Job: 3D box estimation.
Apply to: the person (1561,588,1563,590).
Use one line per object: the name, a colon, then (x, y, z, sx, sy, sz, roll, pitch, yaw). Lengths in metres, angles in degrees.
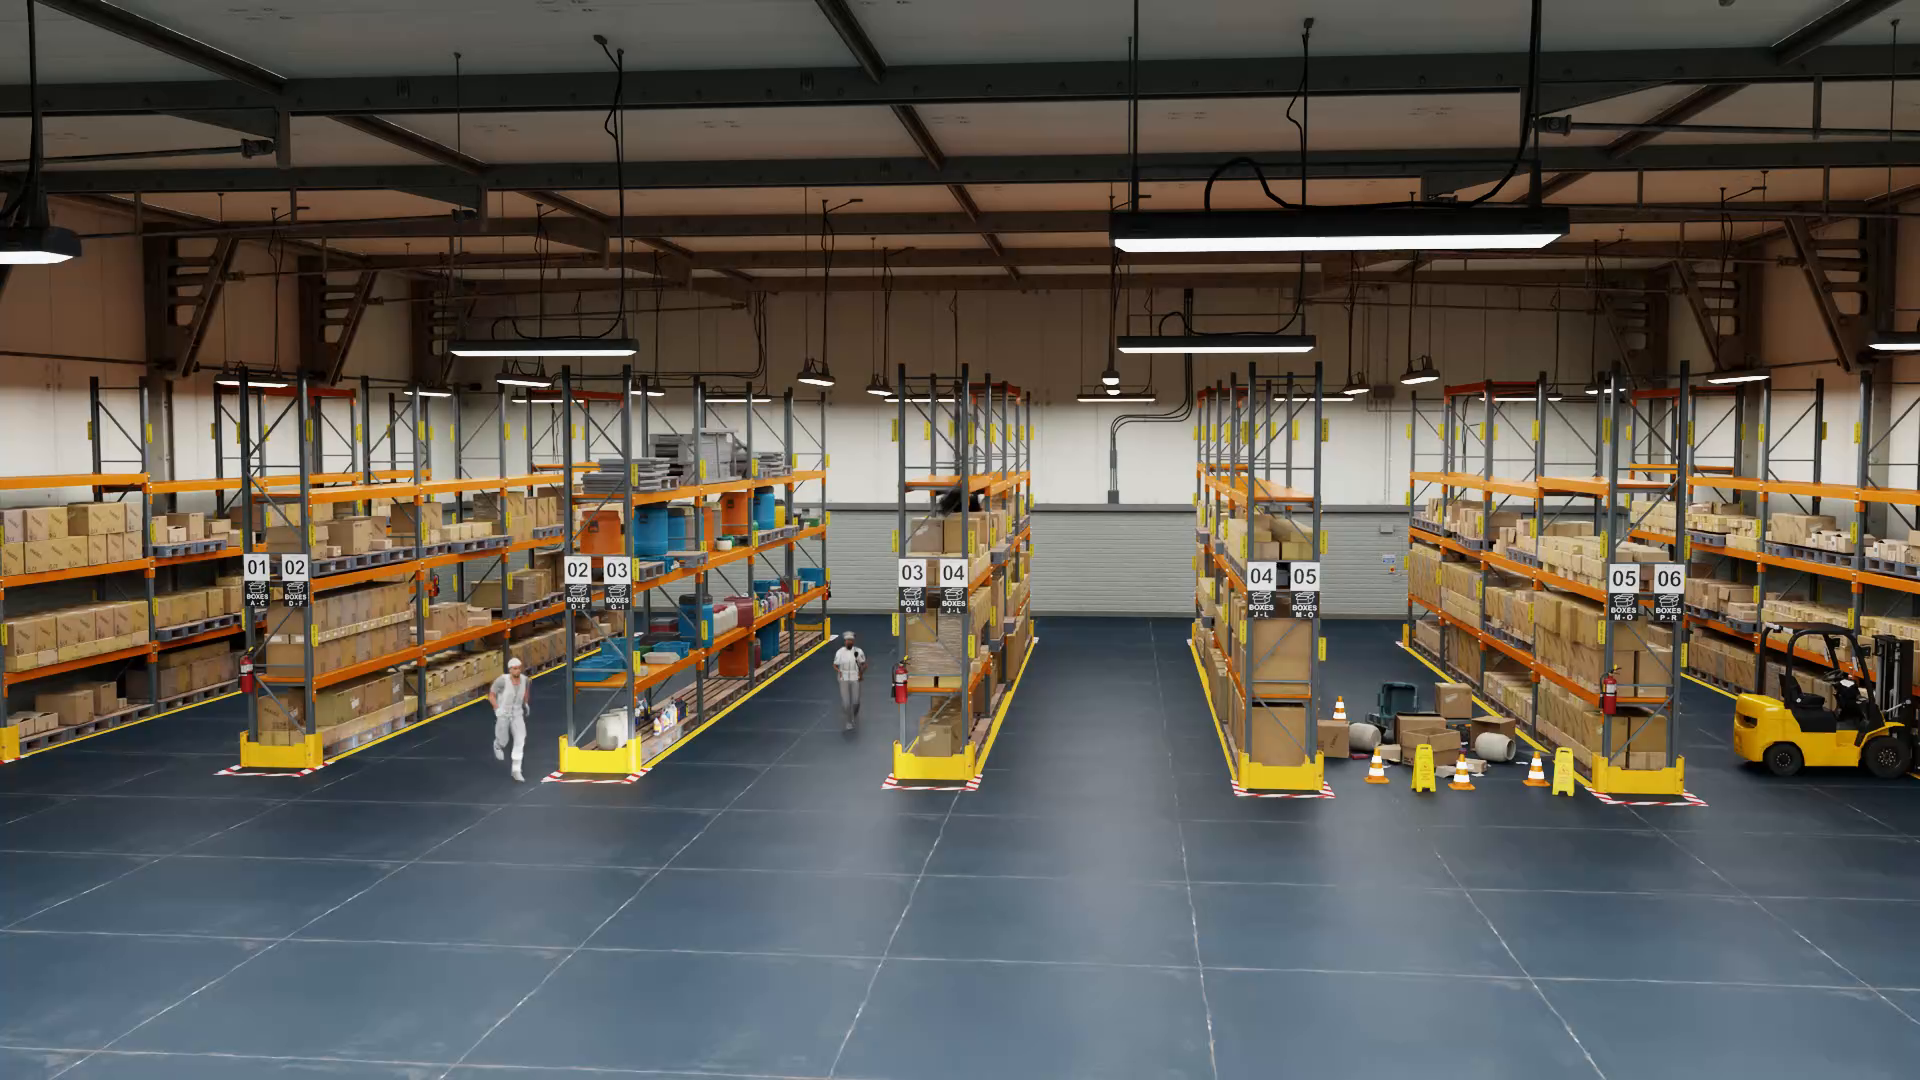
person: (12.647, 1.881, 35.073, 0.715, 1.740, 0.633, 0, 4, -2)

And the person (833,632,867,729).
person: (-1.863, 2.370, 28.095, 0.570, 1.653, 0.549, 0, 4, -3)

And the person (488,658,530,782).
person: (-6.579, 2.581, 24.264, 0.658, 1.772, 1.069, -3, 4, -34)
